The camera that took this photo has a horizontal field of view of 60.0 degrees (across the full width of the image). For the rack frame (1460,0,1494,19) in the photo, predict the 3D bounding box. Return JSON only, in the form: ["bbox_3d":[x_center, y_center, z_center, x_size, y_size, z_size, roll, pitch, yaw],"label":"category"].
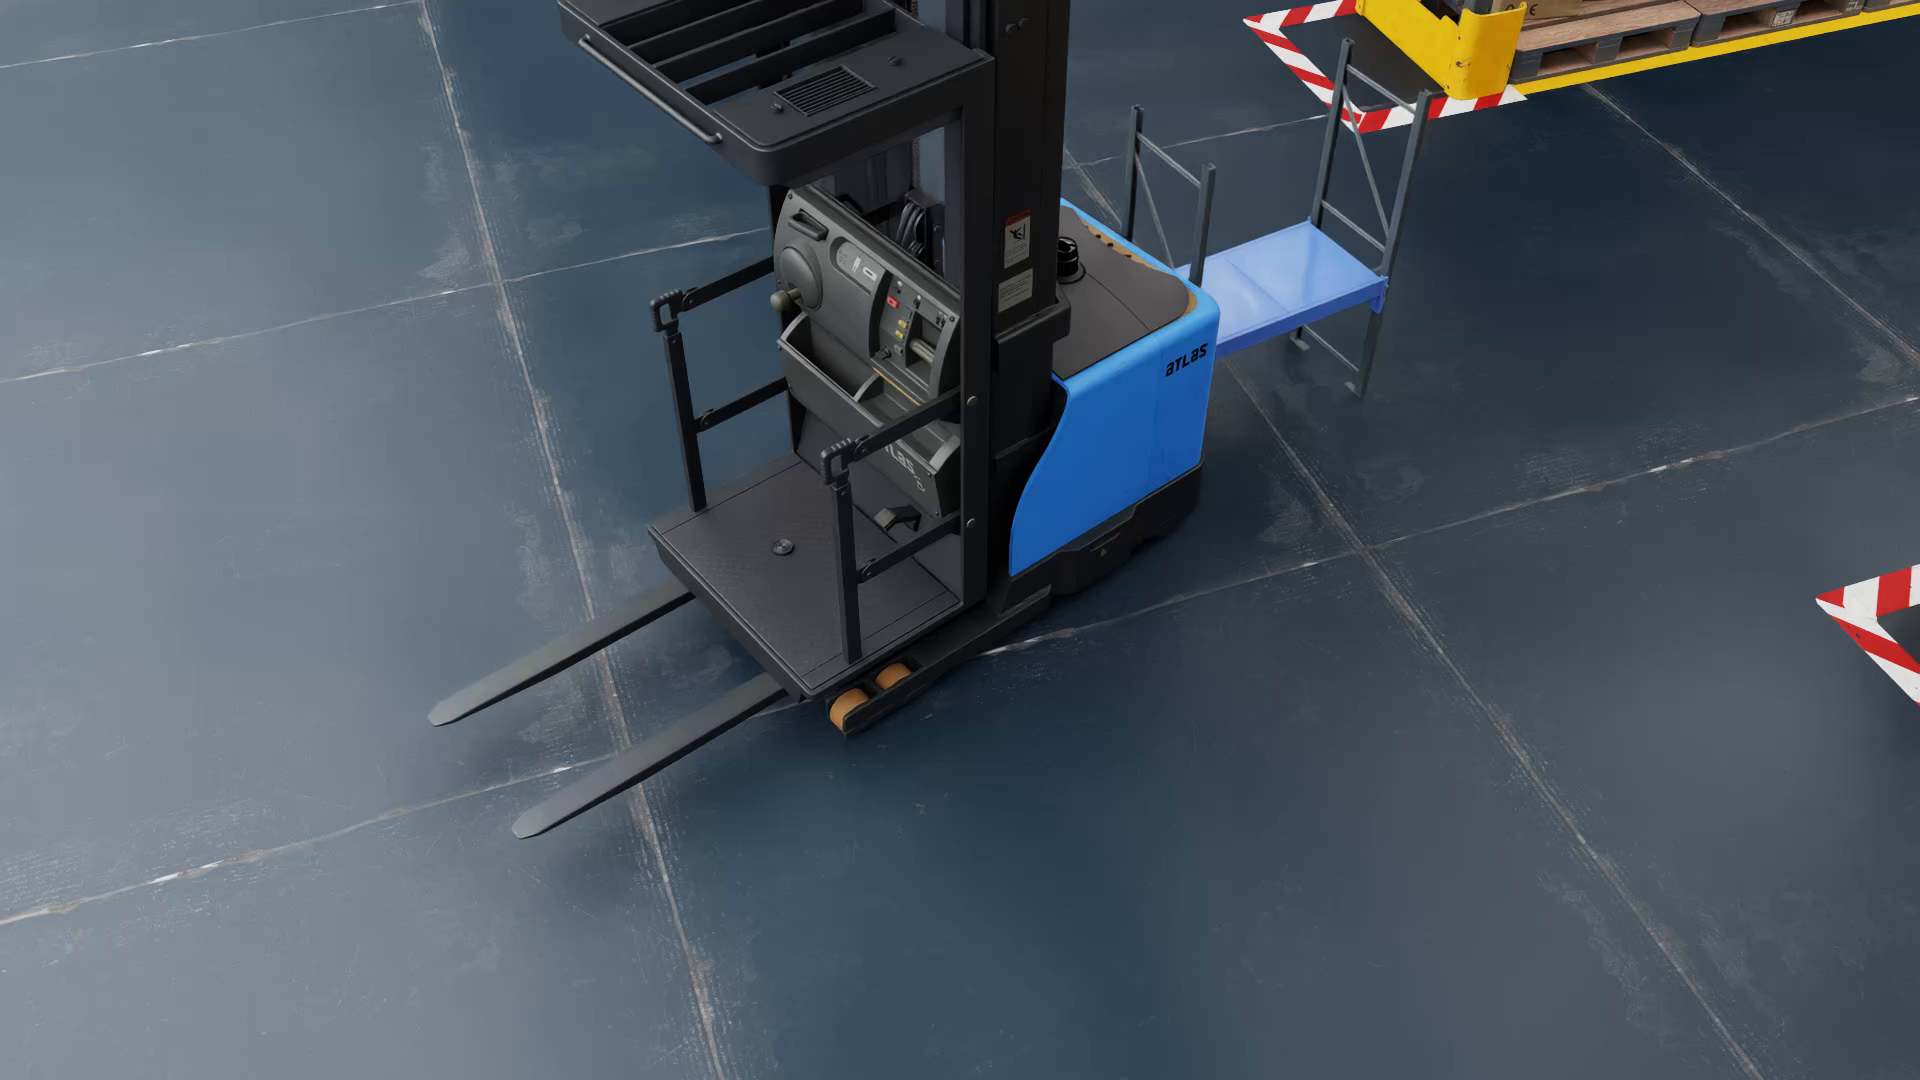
[{"bbox_3d":[2.622,-3.880,8.500,0.127,3.000,1.000,-14,47,-14],"label":"rack frame"}]

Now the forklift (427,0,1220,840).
[{"bbox_3d":[8.688,1.473,3.212,13.267,2.935,17.602,-30,52,-27],"label":"forklift"}]

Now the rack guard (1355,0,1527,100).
[{"bbox_3d":[2.694,-3.016,9.403,0.348,0.500,1.175,-14,47,-14],"label":"rack guard"}]

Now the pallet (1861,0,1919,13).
[{"bbox_3d":[5.765,-3.673,10.262,1.213,0.211,1.003,-14,47,-14],"label":"pallet"}]

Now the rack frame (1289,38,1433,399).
[{"bbox_3d":[1.660,-1.315,7.002,0.032,1.500,0.500,-22,49,-21],"label":"rack frame"}]

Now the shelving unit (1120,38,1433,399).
[{"bbox_3d":[1.221,-1.134,6.822,1.048,1.500,0.538,-22,49,-21],"label":"shelving unit"}]

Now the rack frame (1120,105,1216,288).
[{"bbox_3d":[0.782,-0.953,6.641,0.032,1.500,0.500,-22,49,-21],"label":"rack frame"}]

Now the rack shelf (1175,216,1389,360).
[{"bbox_3d":[1.221,-1.007,6.949,1.000,0.185,0.538,-22,49,-21],"label":"rack shelf"}]
